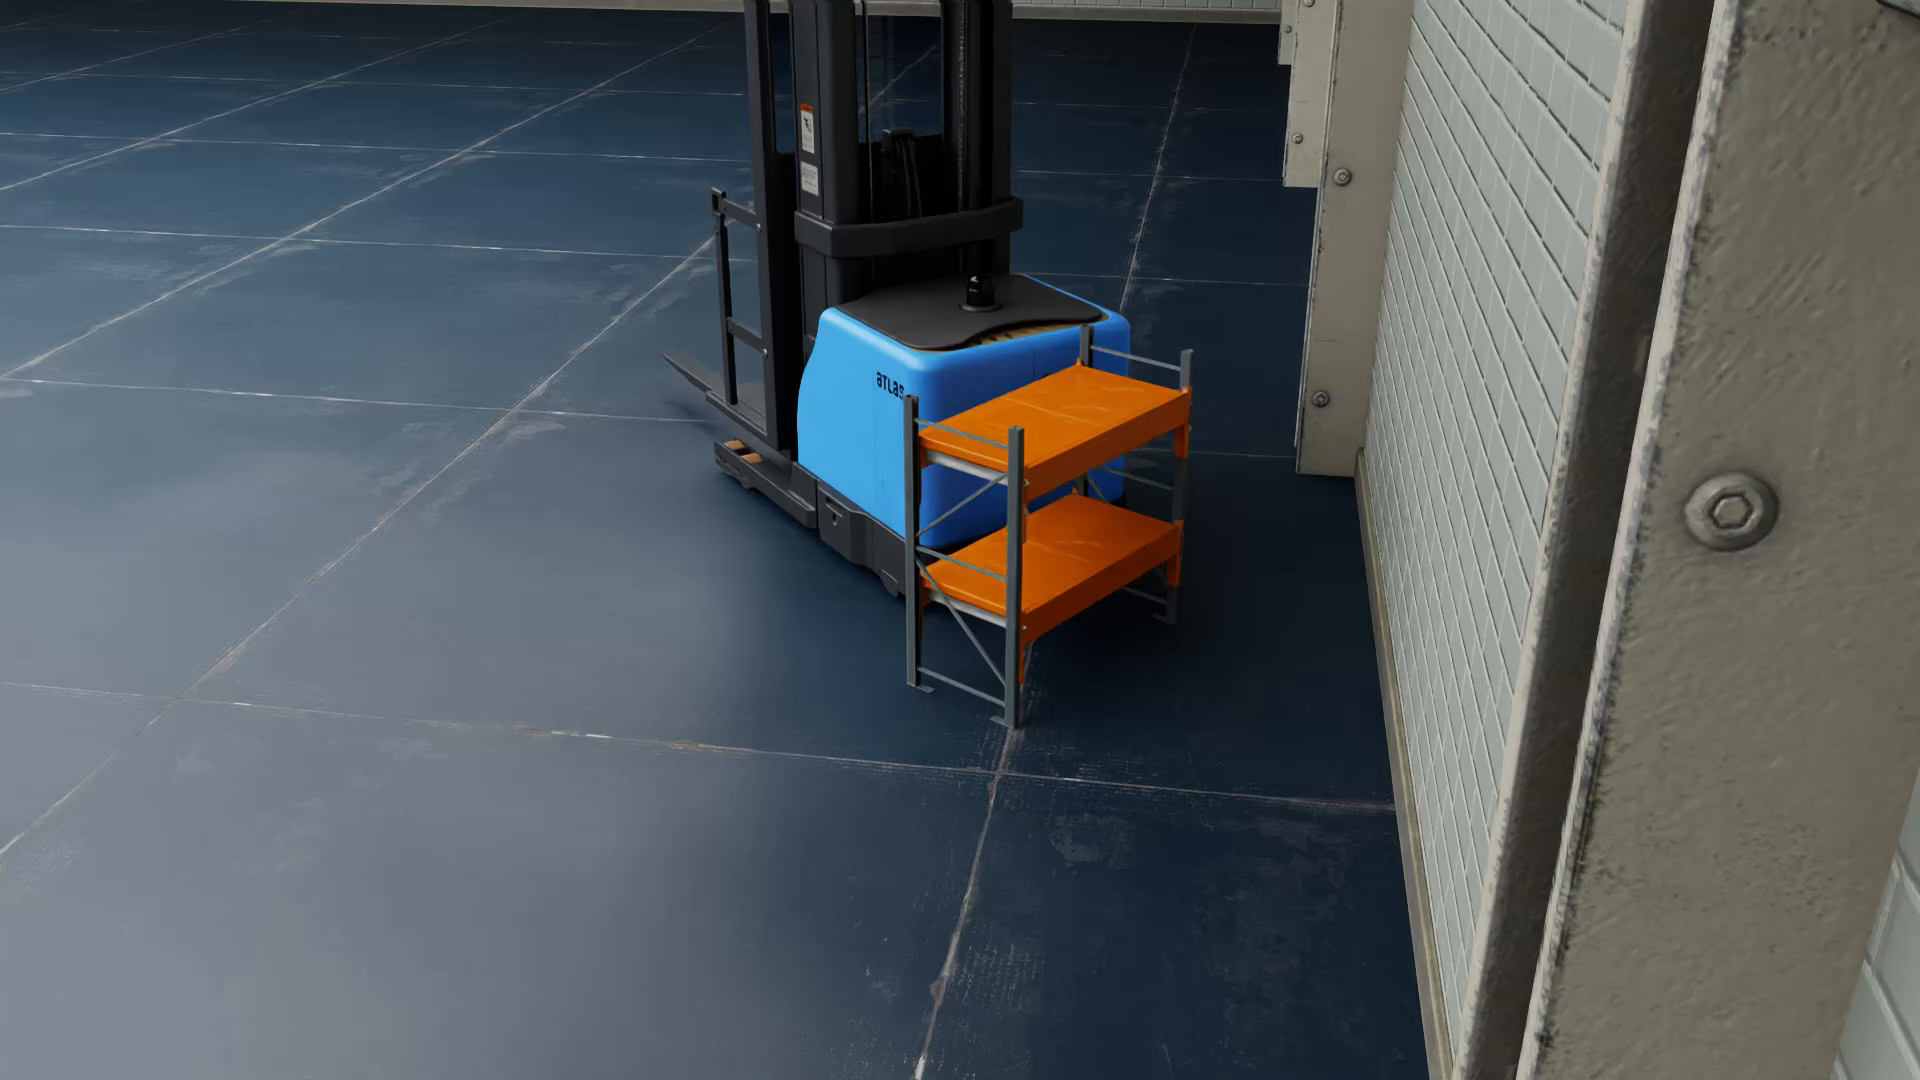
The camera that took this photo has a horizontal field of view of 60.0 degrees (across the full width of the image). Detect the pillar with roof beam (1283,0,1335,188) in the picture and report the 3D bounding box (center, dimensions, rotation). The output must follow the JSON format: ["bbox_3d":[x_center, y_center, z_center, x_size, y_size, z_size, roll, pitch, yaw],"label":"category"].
[{"bbox_3d":[-1.479,-7.274,12.175,9.100,9.000,0.400,4,25,9],"label":"pillar with roof beam"}]

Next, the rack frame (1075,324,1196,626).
[{"bbox_3d":[0.661,-0.245,6.448,0.500,1.125,0.032,20,31,36],"label":"rack frame"}]

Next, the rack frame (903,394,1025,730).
[{"bbox_3d":[0.008,0.085,5.742,0.500,1.125,0.032,20,31,36],"label":"rack frame"}]

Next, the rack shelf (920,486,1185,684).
[{"bbox_3d":[0.334,0.141,6.198,0.538,0.278,1.000,20,31,36],"label":"rack shelf"}]

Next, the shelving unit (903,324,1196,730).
[{"bbox_3d":[0.334,-0.080,6.095,0.538,1.125,1.048,20,31,36],"label":"shelving unit"}]

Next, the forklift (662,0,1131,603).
[{"bbox_3d":[-0.507,-1.659,7.336,1.130,2.935,3.031,-15,29,-29],"label":"forklift"}]

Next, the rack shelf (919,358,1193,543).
[{"bbox_3d":[0.334,-0.345,5.970,0.538,0.278,1.000,20,31,36],"label":"rack shelf"}]

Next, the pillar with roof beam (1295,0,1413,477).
[{"bbox_3d":[-2.460,-4.764,6.814,9.100,9.000,0.400,4,25,9],"label":"pillar with roof beam"}]

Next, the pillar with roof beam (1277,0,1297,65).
[{"bbox_3d":[-0.499,-9.783,17.536,9.100,9.000,0.400,4,25,9],"label":"pillar with roof beam"}]
